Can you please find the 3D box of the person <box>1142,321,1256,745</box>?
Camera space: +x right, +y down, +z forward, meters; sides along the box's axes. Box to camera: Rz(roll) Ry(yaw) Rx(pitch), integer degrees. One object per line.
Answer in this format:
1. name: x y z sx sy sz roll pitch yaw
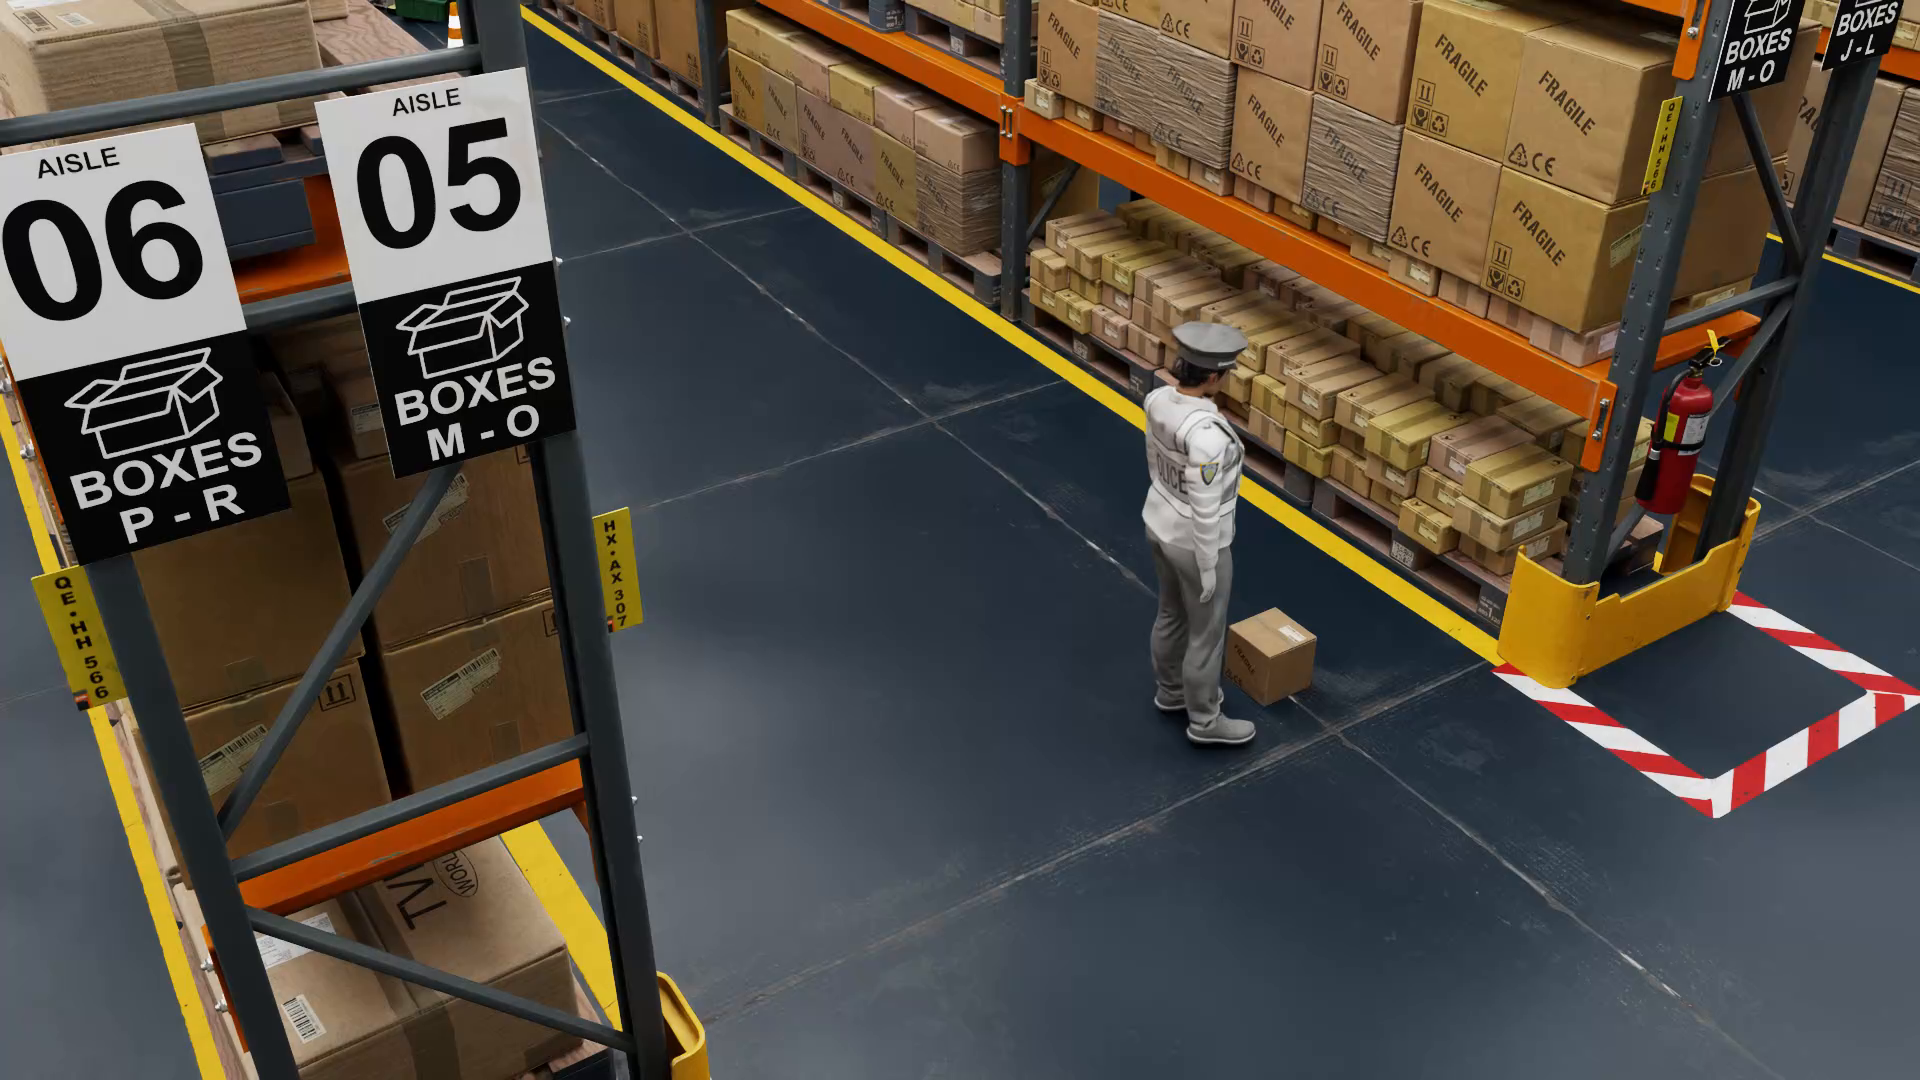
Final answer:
1. person: 0.883 -0.012 6.125 0.418 1.680 0.500 -12 35 -18
